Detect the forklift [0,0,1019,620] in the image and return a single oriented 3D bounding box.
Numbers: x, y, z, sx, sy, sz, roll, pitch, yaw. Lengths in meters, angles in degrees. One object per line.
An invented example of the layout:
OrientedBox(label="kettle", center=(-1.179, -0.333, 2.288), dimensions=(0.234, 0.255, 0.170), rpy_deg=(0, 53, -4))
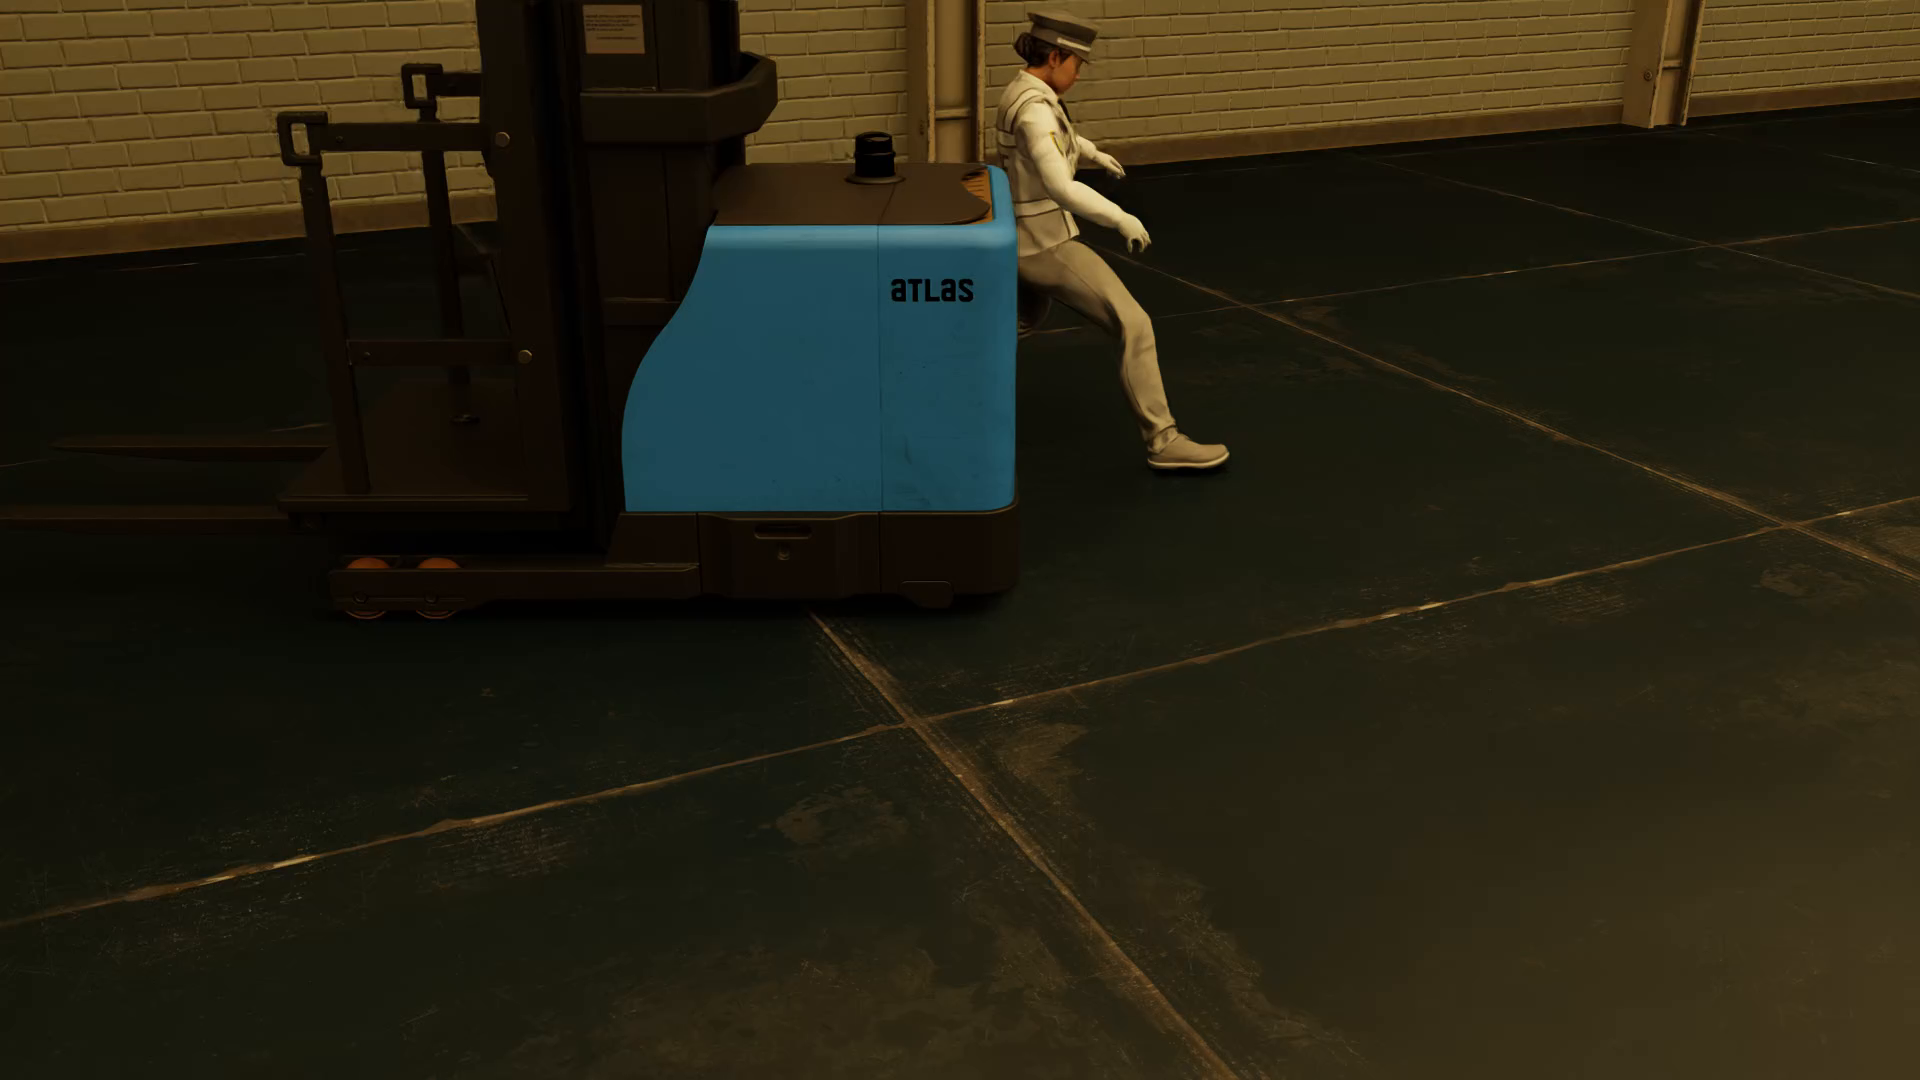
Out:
OrientedBox(label="forklift", center=(-1.354, -1.338, 4.507), dimensions=(3.031, 2.935, 1.130), rpy_deg=(0, 23, 0))

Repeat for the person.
OrientedBox(label="person", center=(0.393, -1.065, 5.804), dimensions=(0.954, 1.491, 1.064), rpy_deg=(-2, 23, -6))
